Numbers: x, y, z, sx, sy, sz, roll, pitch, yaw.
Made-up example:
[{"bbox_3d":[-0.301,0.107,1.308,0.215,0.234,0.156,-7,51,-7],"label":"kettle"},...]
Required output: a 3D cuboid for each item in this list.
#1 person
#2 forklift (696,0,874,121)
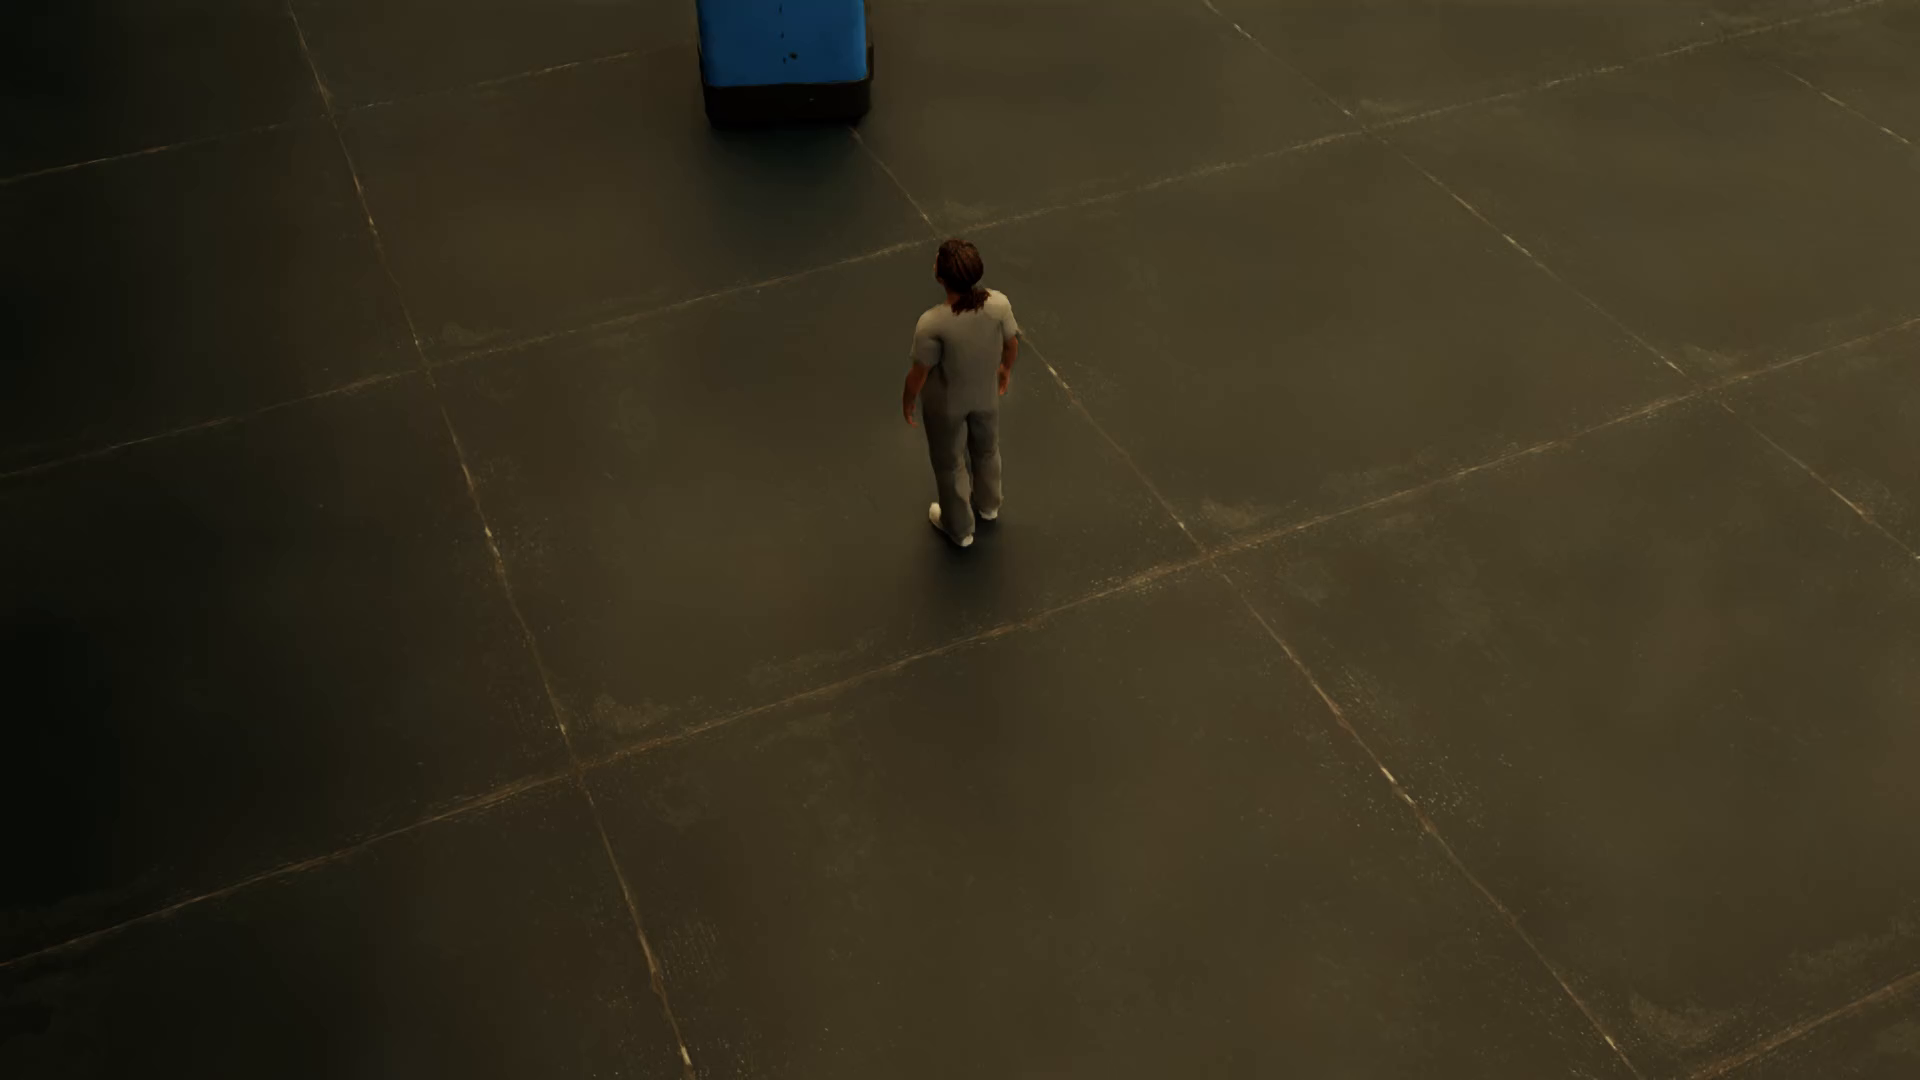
[{"bbox_3d":[-0.019,-0.667,7.305,0.550,1.674,0.548,-18,46,-18],"label":"person"},{"bbox_3d":[-1.218,-4.734,10.752,1.130,2.935,3.031,-3,43,-4],"label":"forklift"}]
